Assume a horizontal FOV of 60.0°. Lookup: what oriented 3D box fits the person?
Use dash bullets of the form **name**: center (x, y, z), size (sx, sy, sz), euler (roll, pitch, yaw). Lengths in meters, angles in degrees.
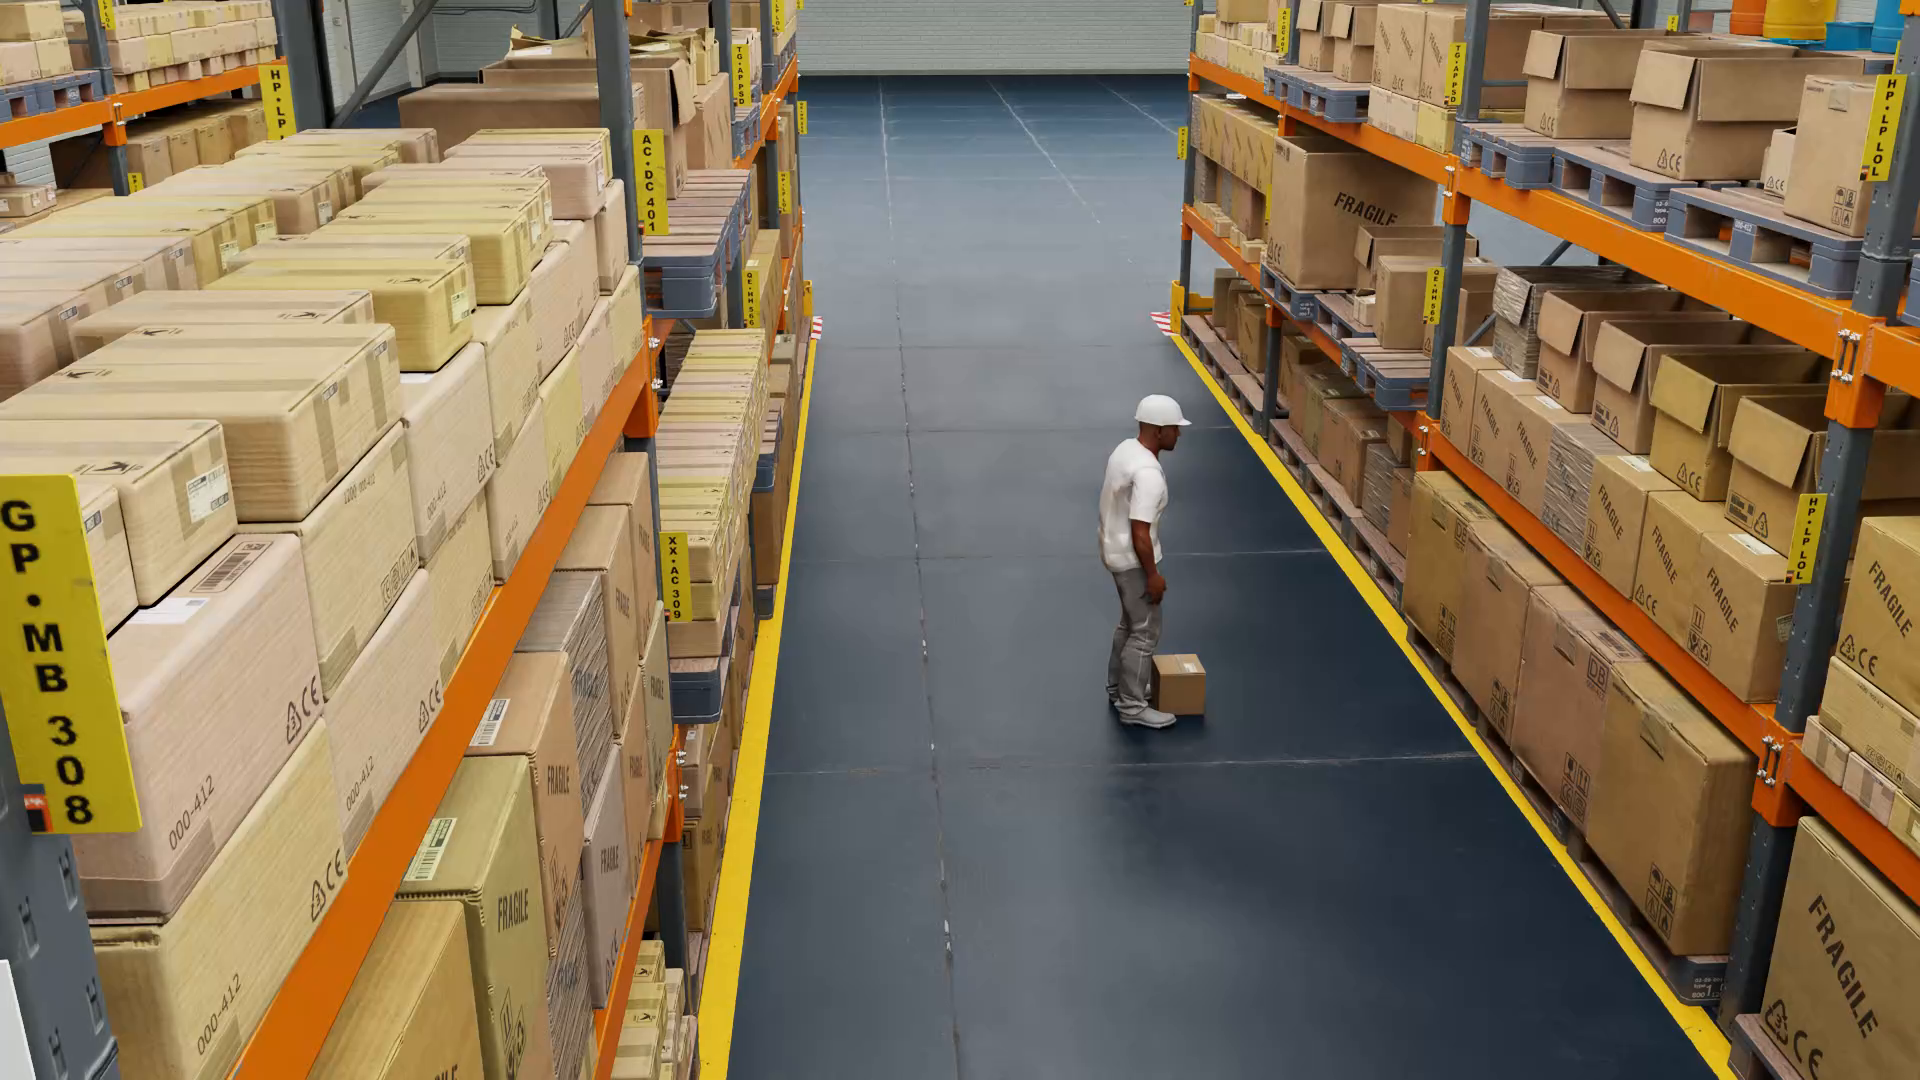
- **person**: center (0.961, 0.094, 8.795), size (0.457, 1.761, 0.628), euler (-1, 20, -3)
